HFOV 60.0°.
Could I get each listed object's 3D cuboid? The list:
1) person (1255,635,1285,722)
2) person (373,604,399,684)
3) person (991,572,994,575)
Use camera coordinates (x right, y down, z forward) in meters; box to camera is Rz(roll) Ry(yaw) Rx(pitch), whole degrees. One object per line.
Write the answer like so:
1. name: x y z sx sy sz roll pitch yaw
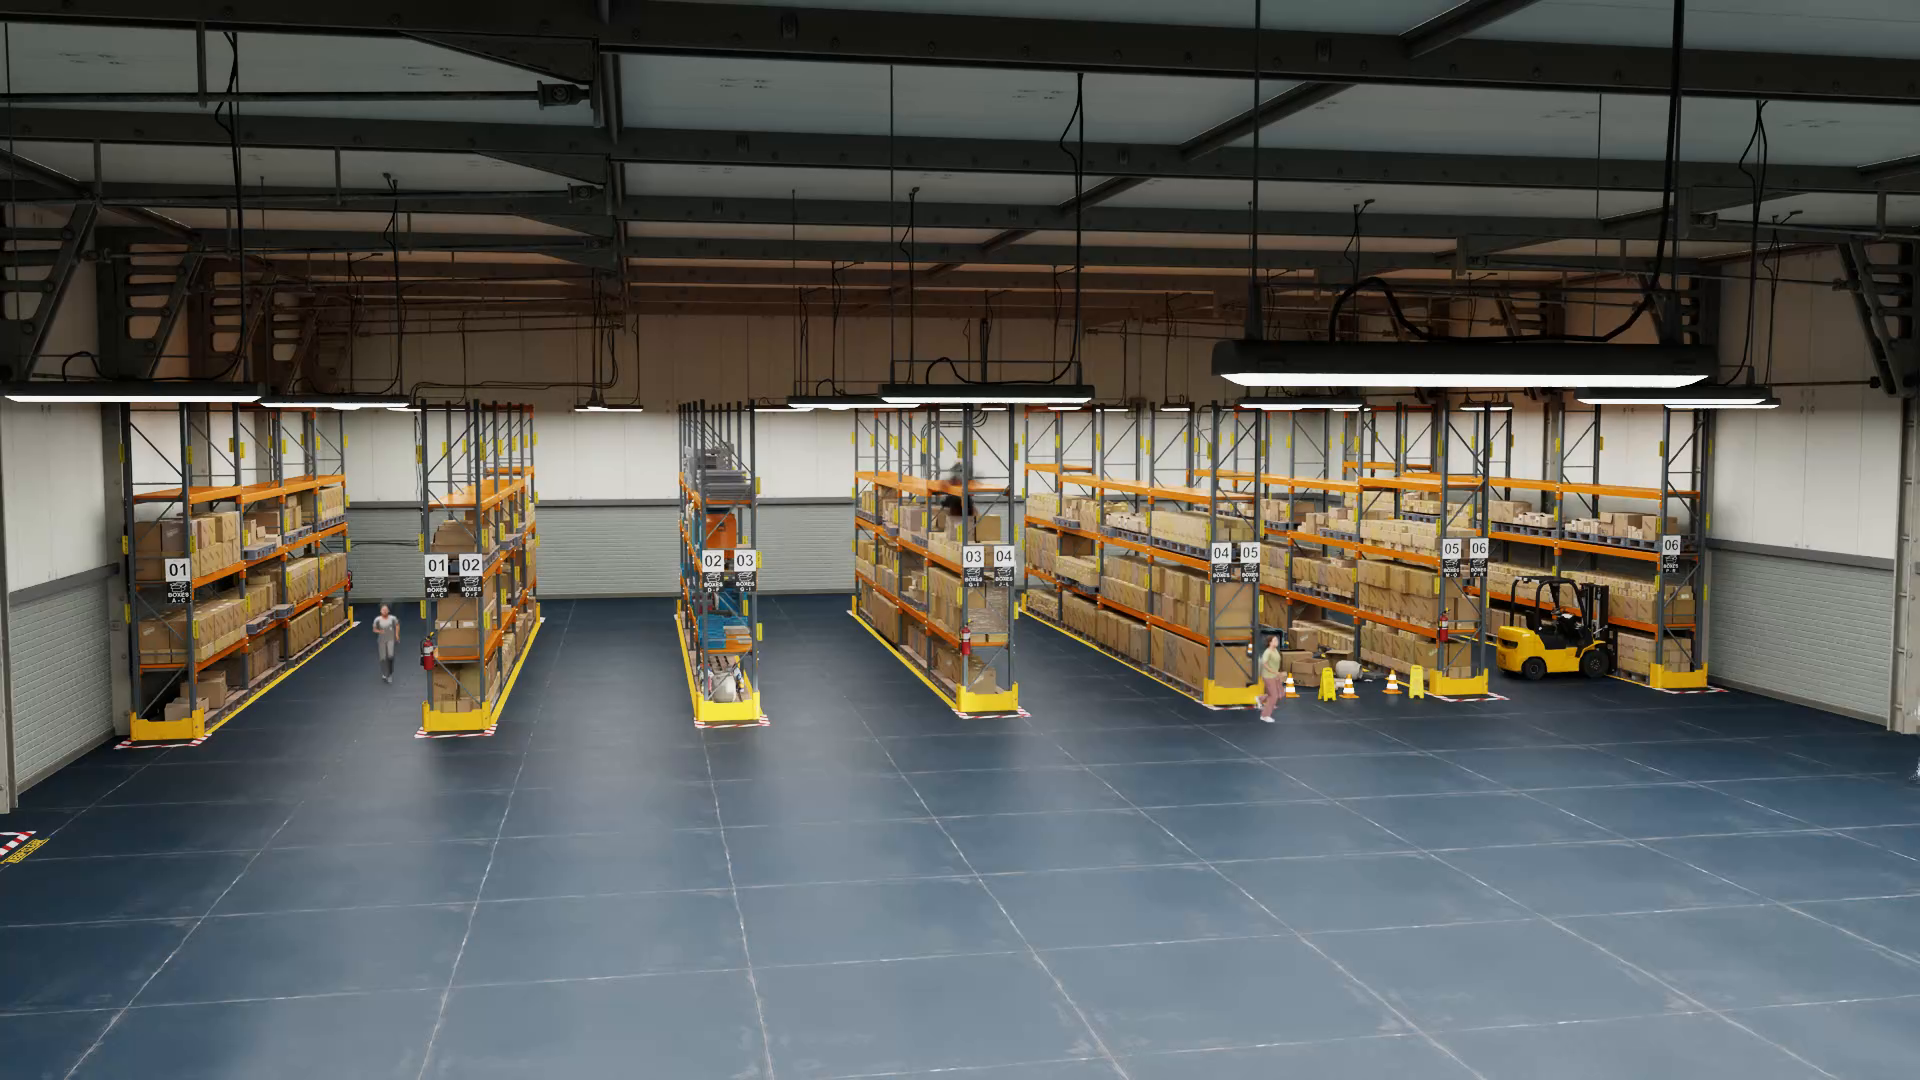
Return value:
1. person: 5.801 2.575 31.099 0.611 1.635 0.604 3 5 35
2. person: -12.254 2.213 35.512 0.526 1.710 0.812 -1 5 -19
3. person: 1.206 1.206 49.260 0.517 1.634 0.705 -4 6 -41
